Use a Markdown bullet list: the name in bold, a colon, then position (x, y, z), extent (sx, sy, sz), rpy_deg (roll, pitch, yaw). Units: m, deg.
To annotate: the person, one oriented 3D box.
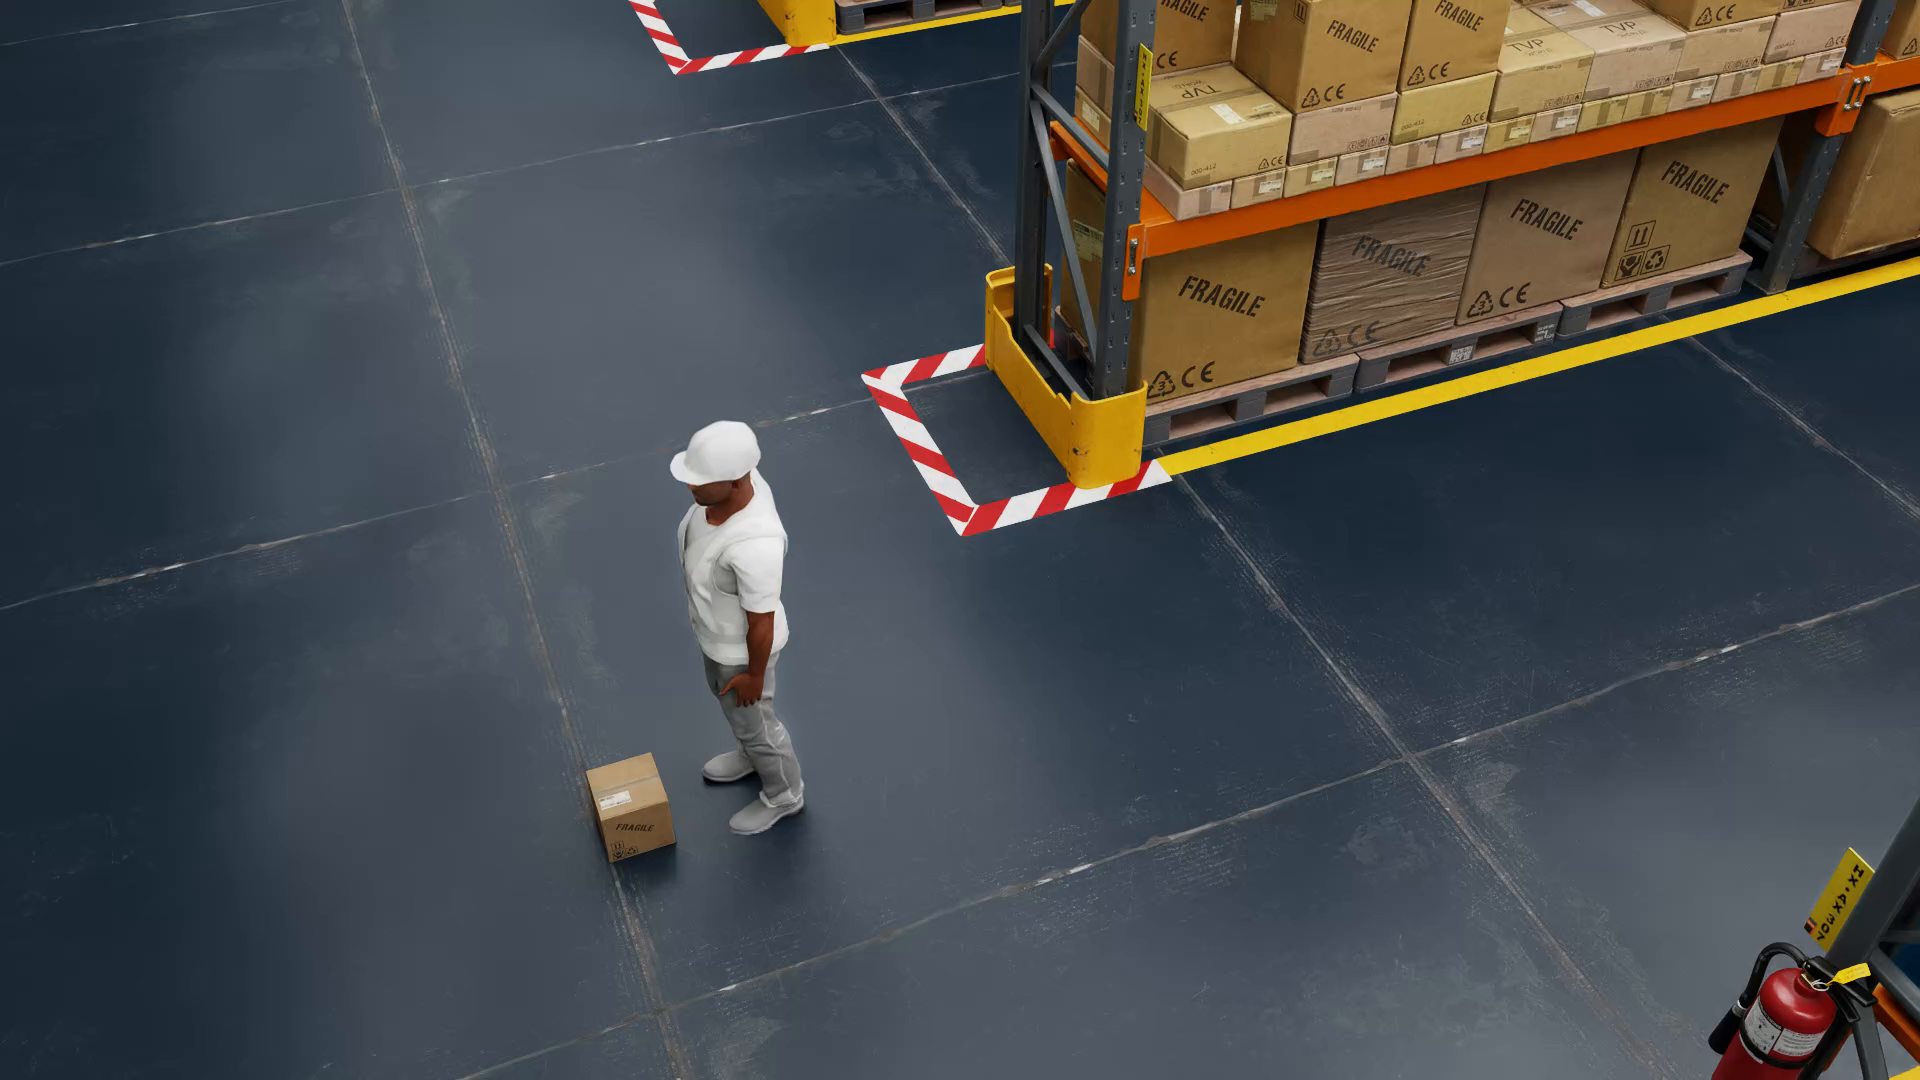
- **person**: position (-0.773, 0.314, 5.798), extent (0.364, 1.776, 0.563), rpy_deg (-14, 43, -16)
